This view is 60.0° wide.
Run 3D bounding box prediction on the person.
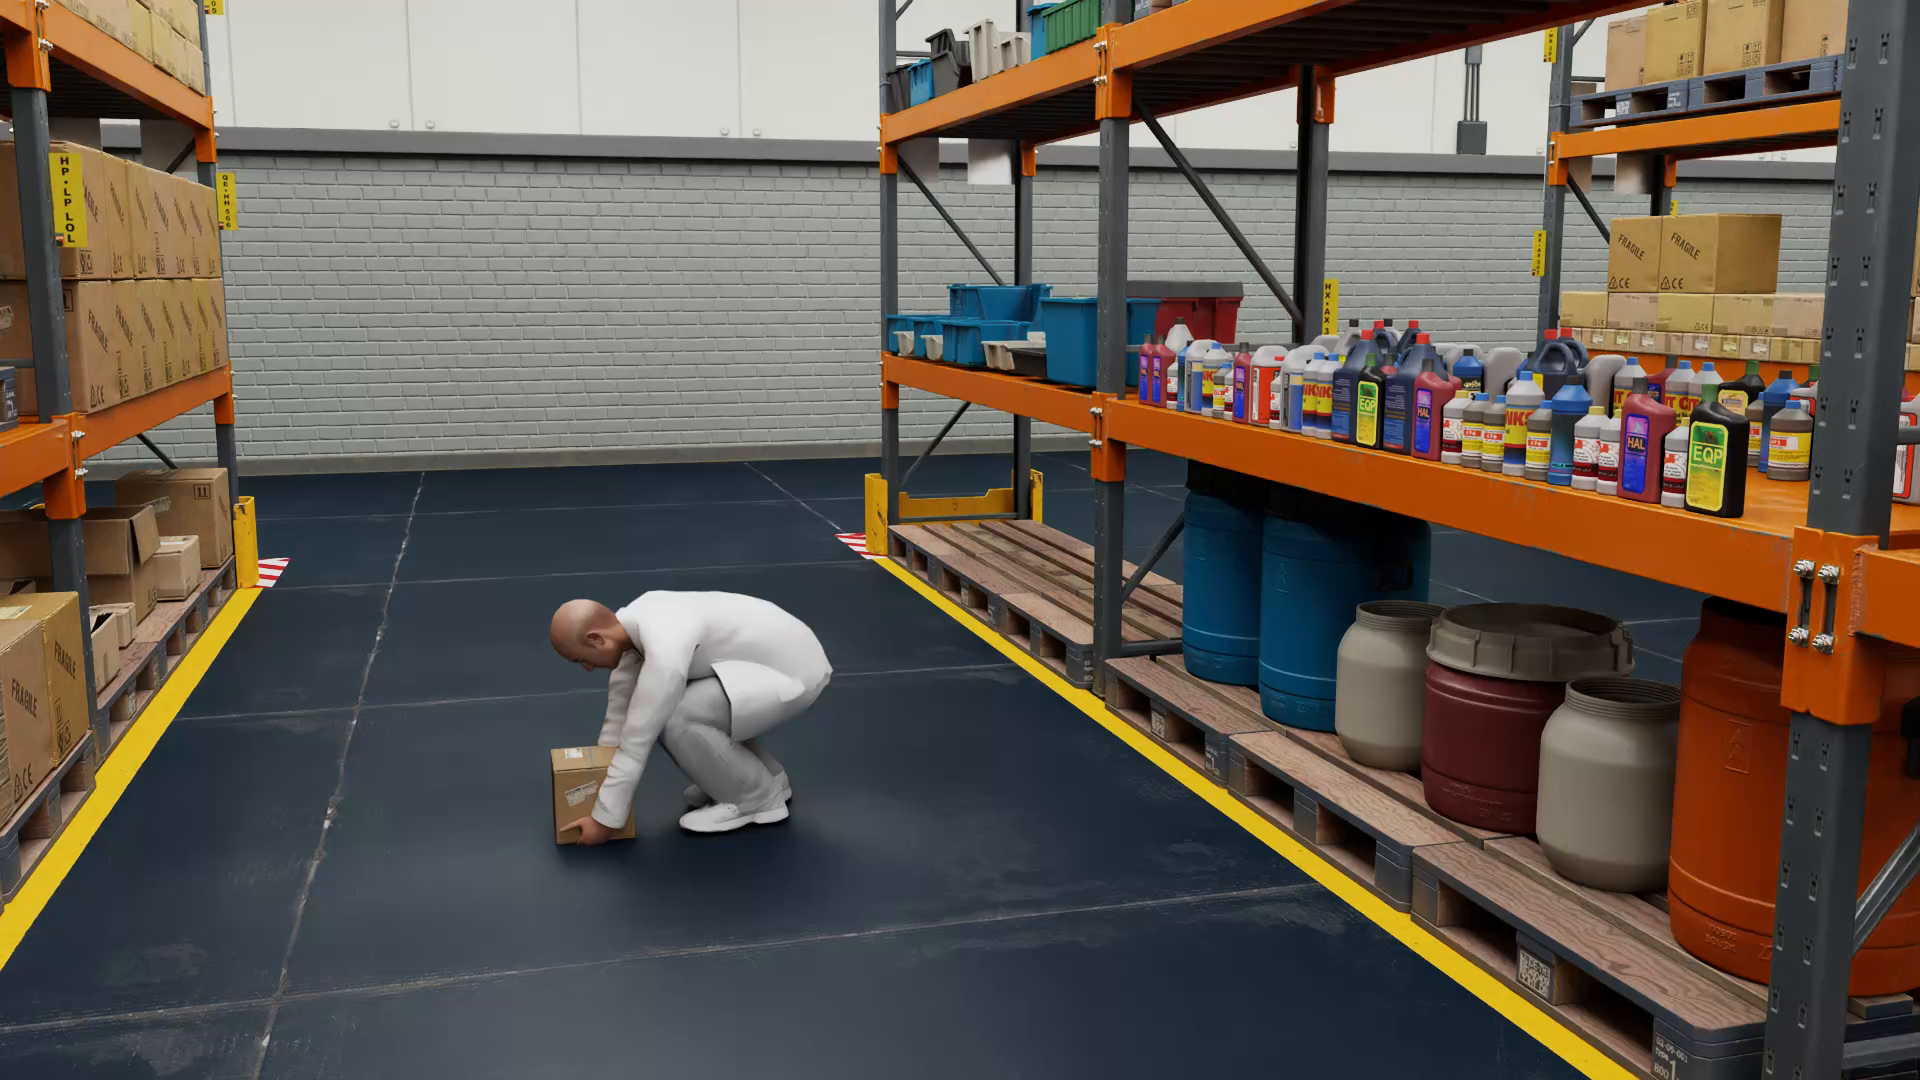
[{"bbox_3d":[-0.889,0.568,5.571,0.929,0.814,0.570,-3,10,-17],"label":"person"}]
